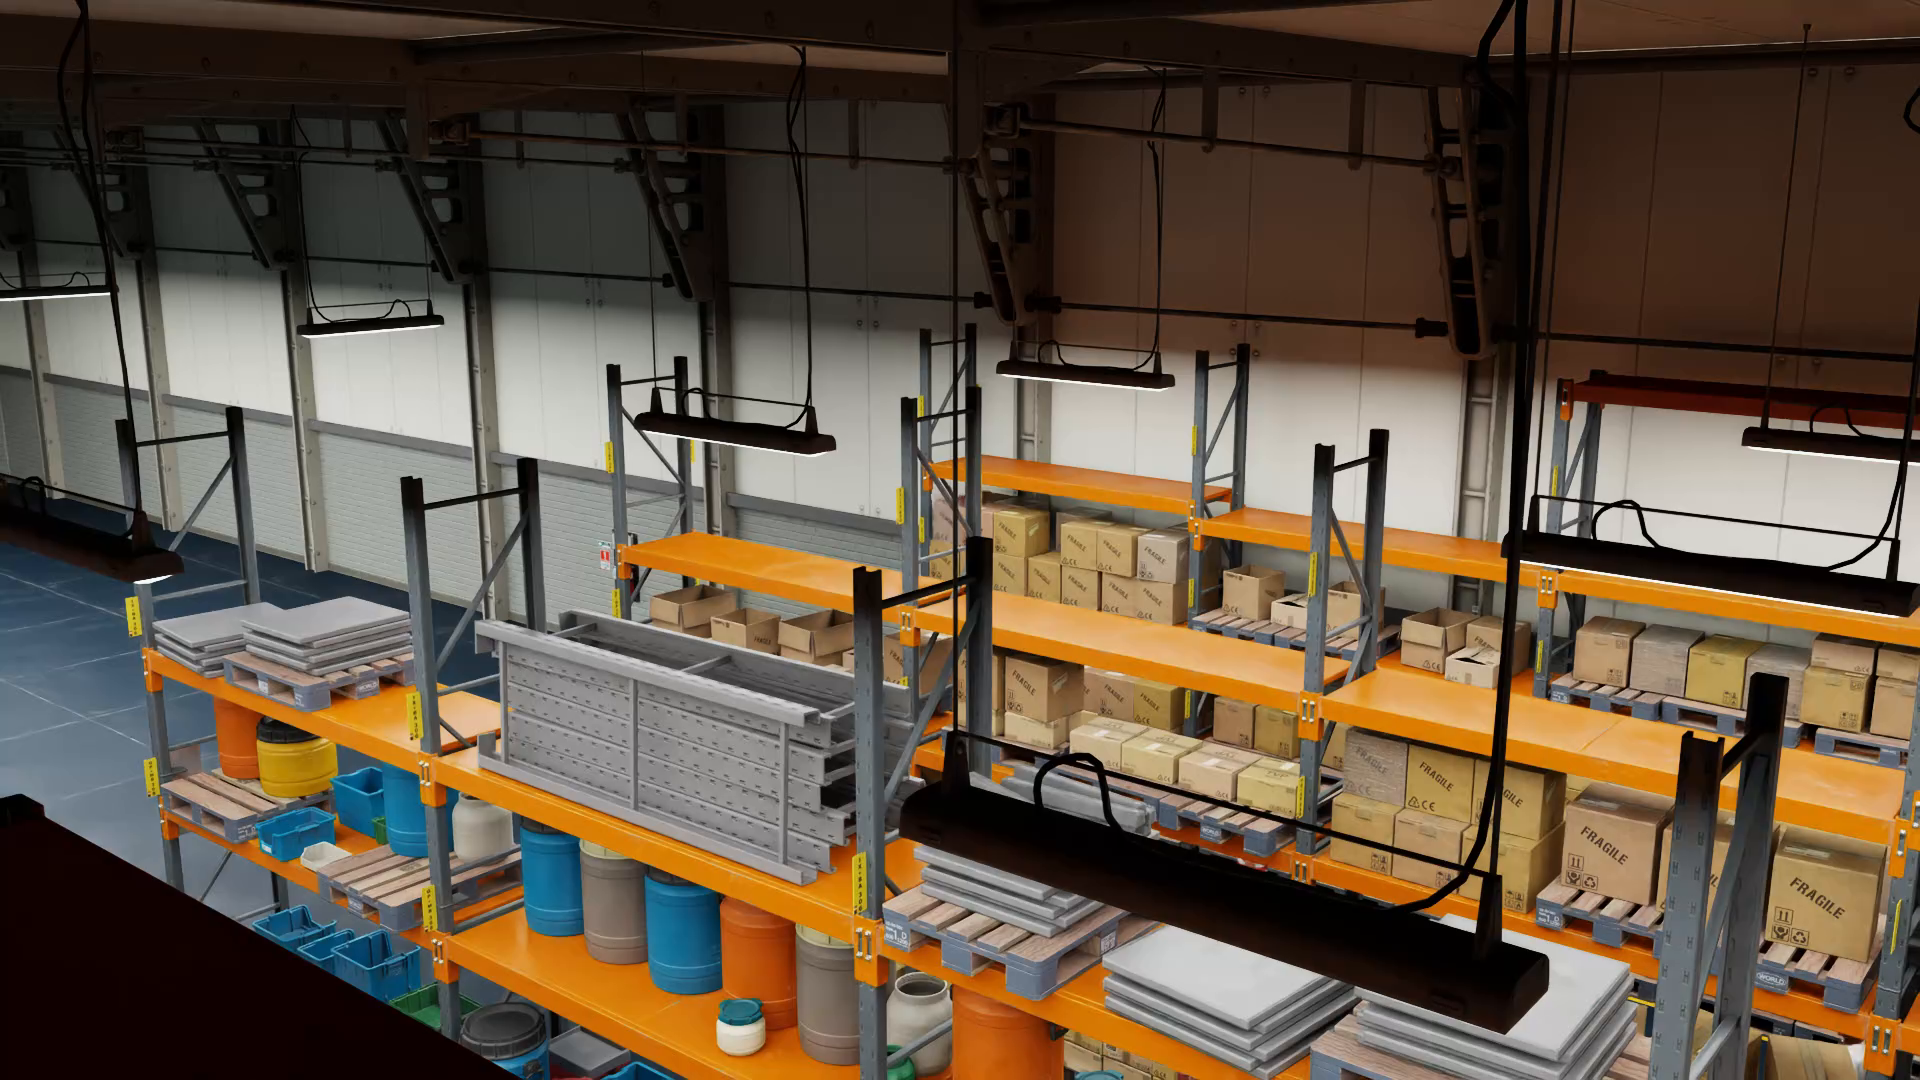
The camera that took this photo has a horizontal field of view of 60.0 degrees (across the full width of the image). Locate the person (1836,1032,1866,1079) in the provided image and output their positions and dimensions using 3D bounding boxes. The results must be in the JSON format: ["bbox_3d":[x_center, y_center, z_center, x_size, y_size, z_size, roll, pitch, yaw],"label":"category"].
[{"bbox_3d":[6.781,4.370,12.936,0.607,1.707,1.063,-8,15,-32],"label":"person"}]

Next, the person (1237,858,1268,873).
[{"bbox_3d":[2.983,3.410,17.096,0.465,1.791,0.598,3,13,13],"label":"person"}]
